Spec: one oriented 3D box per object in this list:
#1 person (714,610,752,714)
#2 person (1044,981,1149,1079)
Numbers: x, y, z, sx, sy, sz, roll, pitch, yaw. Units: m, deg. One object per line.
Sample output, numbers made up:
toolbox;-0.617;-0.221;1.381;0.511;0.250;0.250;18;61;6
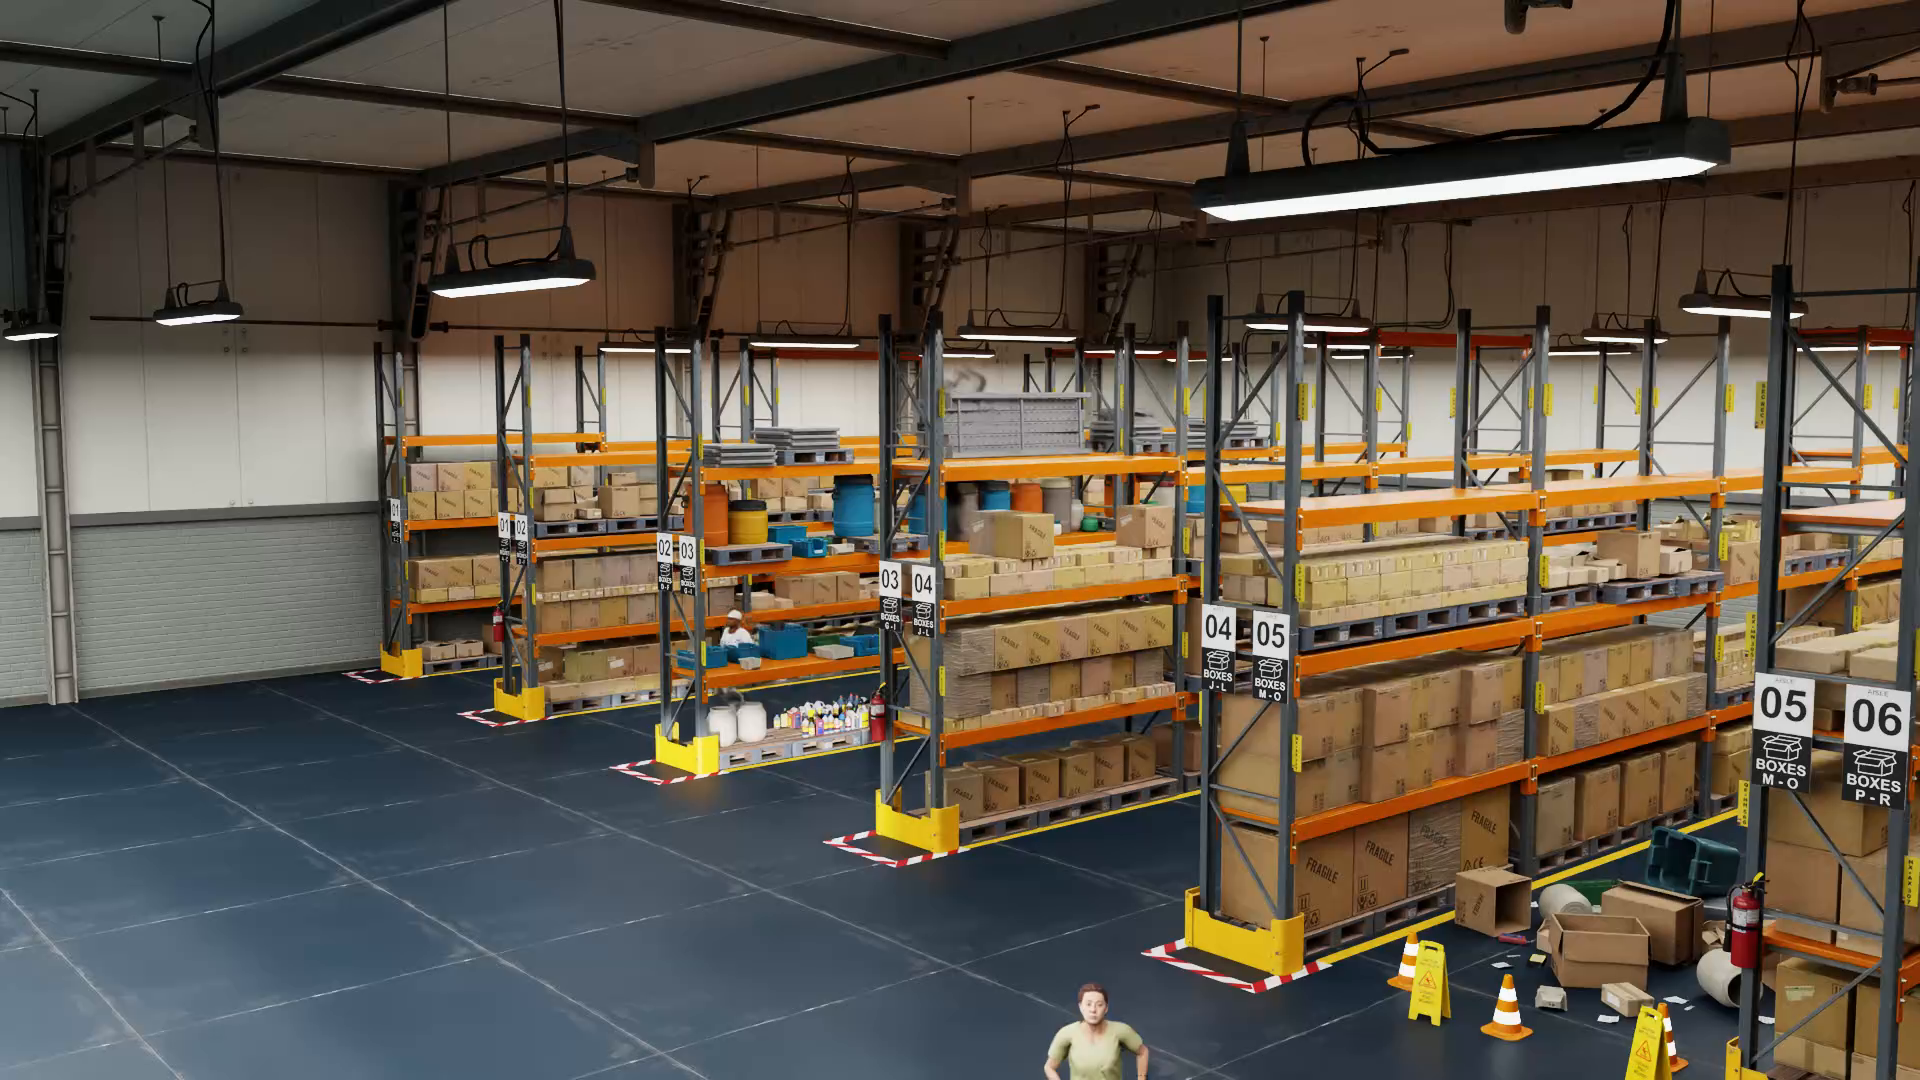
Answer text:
person;-3.514;1.902;25.496;0.690;1.660;0.597;4;6;35
person;0.809;3.447;9.907;0.627;1.641;0.525;1;5;6
